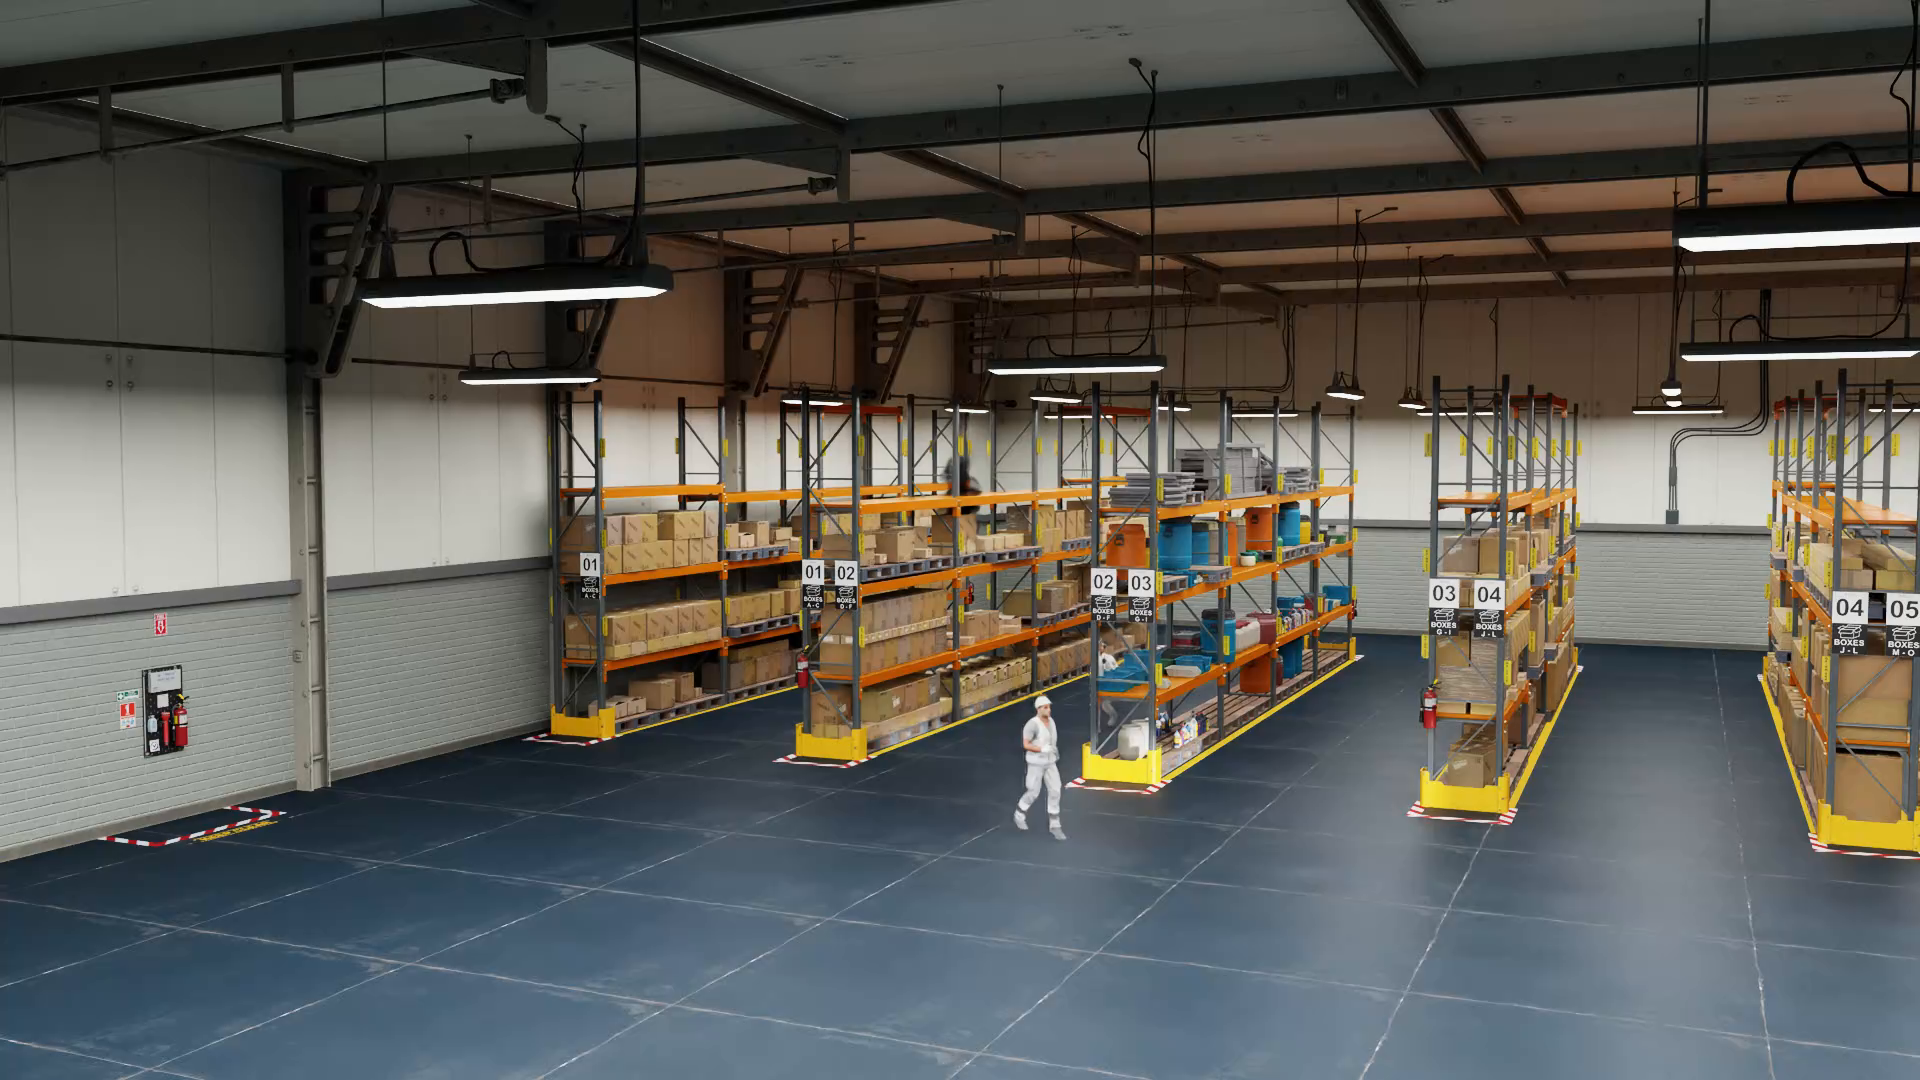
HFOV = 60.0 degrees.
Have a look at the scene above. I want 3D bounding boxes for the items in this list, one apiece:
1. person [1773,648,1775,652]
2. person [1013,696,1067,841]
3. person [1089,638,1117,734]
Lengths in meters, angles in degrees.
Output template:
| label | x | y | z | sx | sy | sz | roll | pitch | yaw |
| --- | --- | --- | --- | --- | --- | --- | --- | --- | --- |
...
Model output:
| label | x | y | z | sx | sy | sz | roll | pitch | yaw |
| --- | --- | --- | --- | --- | --- | --- | --- | --- | --- |
| person | 18.384 | 2.147 | 36.921 | 0.952 | 1.675 | 0.496 | -3 | 4 | -42 |
| person | 1.038 | 2.922 | 21.446 | 0.683 | 1.844 | 0.817 | -3 | 4 | -41 |
| person | 2.517 | 2.560 | 29.243 | 0.632 | 1.694 | 0.819 | 2 | 4 | 29 |
